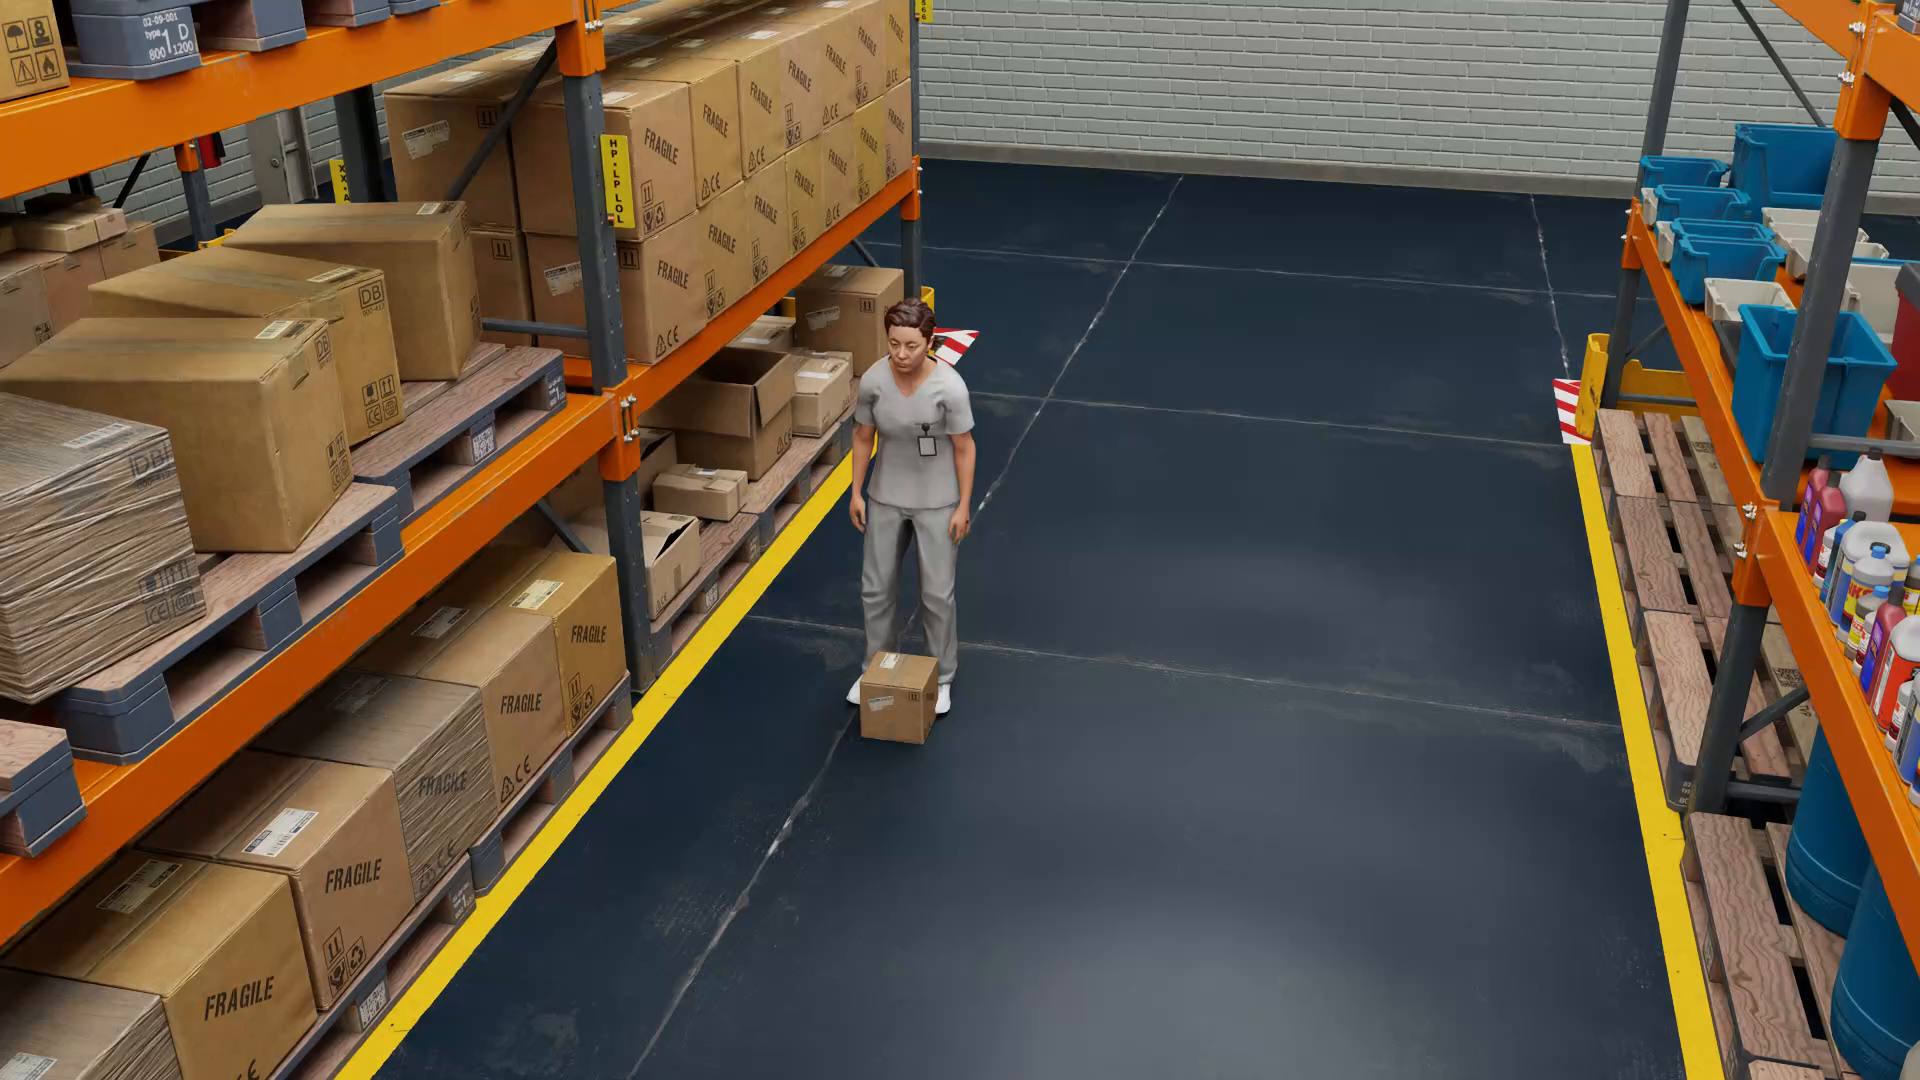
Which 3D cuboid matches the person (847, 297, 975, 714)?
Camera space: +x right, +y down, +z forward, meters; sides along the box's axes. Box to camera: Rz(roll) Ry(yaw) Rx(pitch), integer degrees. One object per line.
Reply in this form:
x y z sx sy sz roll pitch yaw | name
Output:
-0.185 -0.133 6.390 0.486 1.673 0.358 7 26 13 | person
